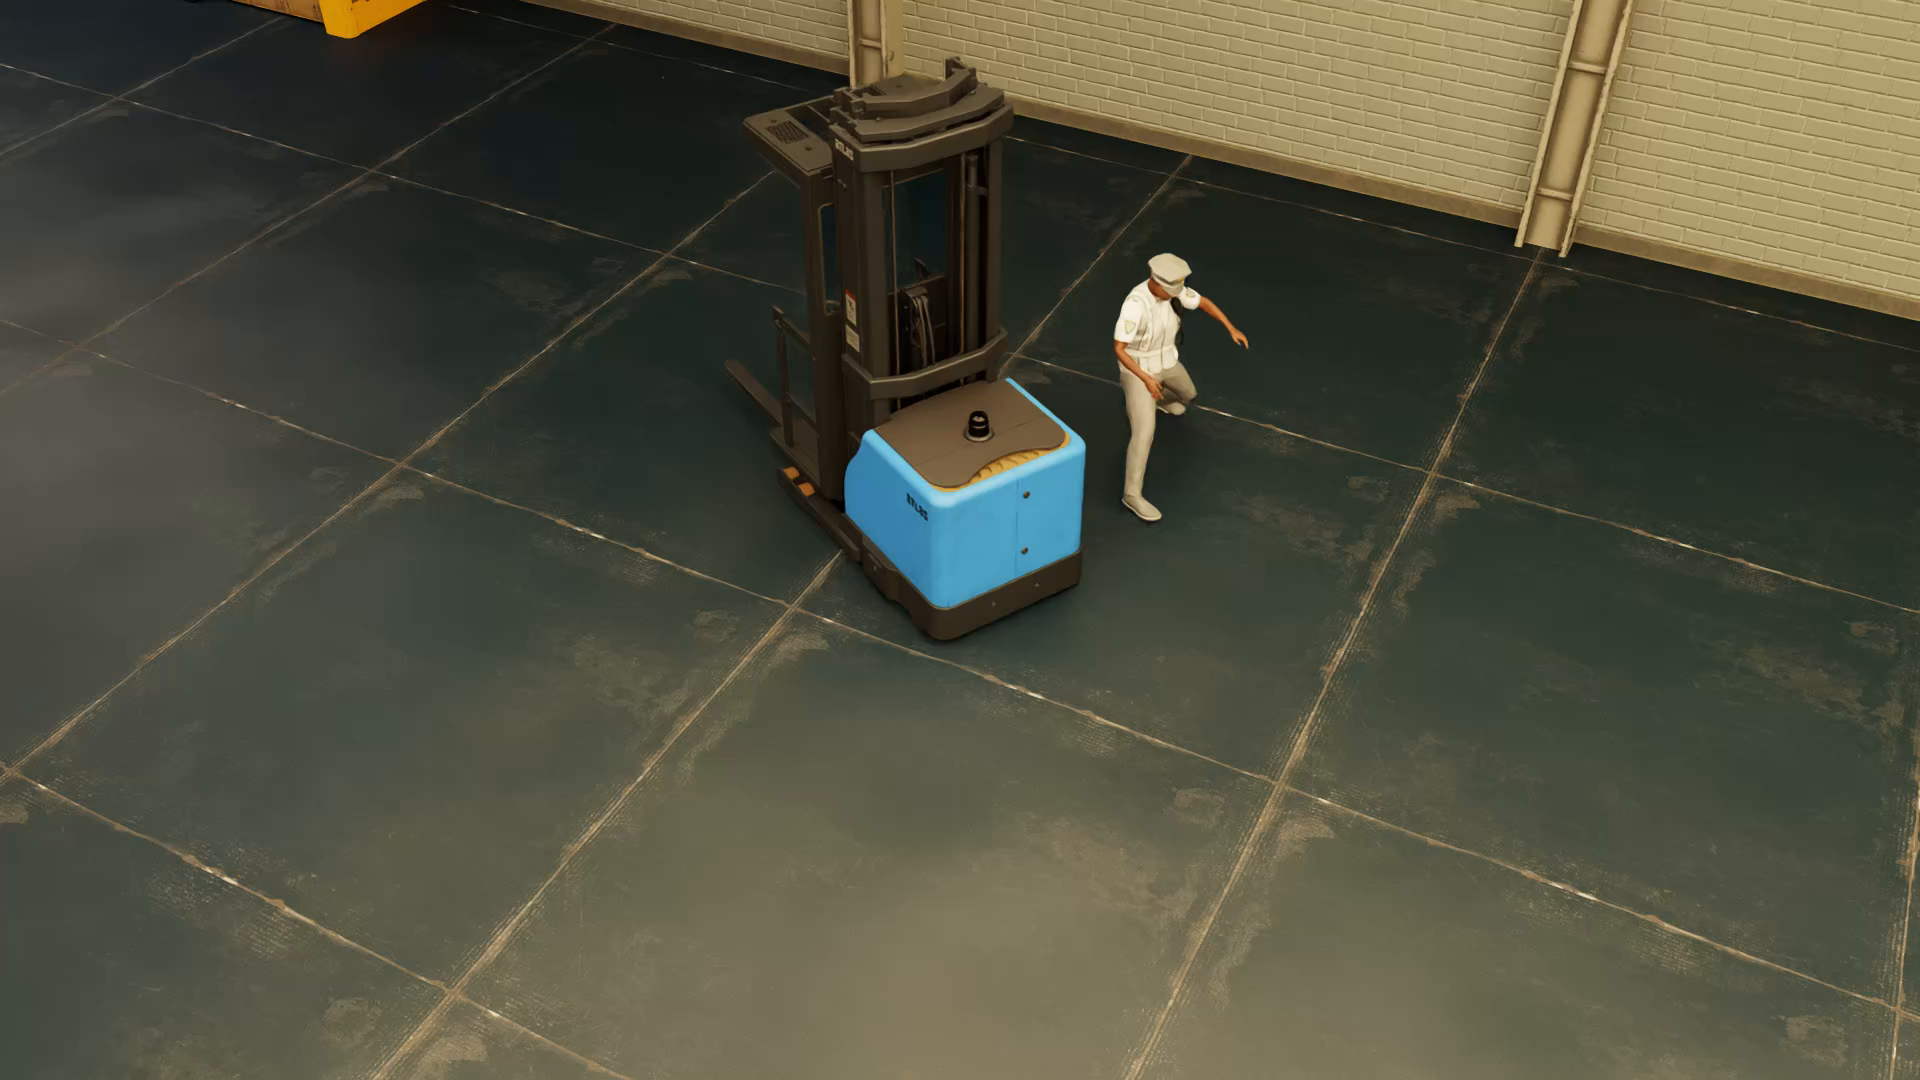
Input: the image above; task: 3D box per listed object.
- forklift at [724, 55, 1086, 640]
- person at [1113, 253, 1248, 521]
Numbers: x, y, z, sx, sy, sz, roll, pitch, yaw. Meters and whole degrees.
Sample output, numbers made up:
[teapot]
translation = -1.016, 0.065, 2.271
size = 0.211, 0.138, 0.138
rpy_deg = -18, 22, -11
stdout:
[forklift]
translation = -0.507, -1.469, 9.731
size = 1.130, 2.935, 3.031
rpy_deg = -23, 45, -25
[person]
translation = 1.303, -1.081, 10.428
size = 1.069, 1.493, 0.963
rpy_deg = -27, 47, -29
